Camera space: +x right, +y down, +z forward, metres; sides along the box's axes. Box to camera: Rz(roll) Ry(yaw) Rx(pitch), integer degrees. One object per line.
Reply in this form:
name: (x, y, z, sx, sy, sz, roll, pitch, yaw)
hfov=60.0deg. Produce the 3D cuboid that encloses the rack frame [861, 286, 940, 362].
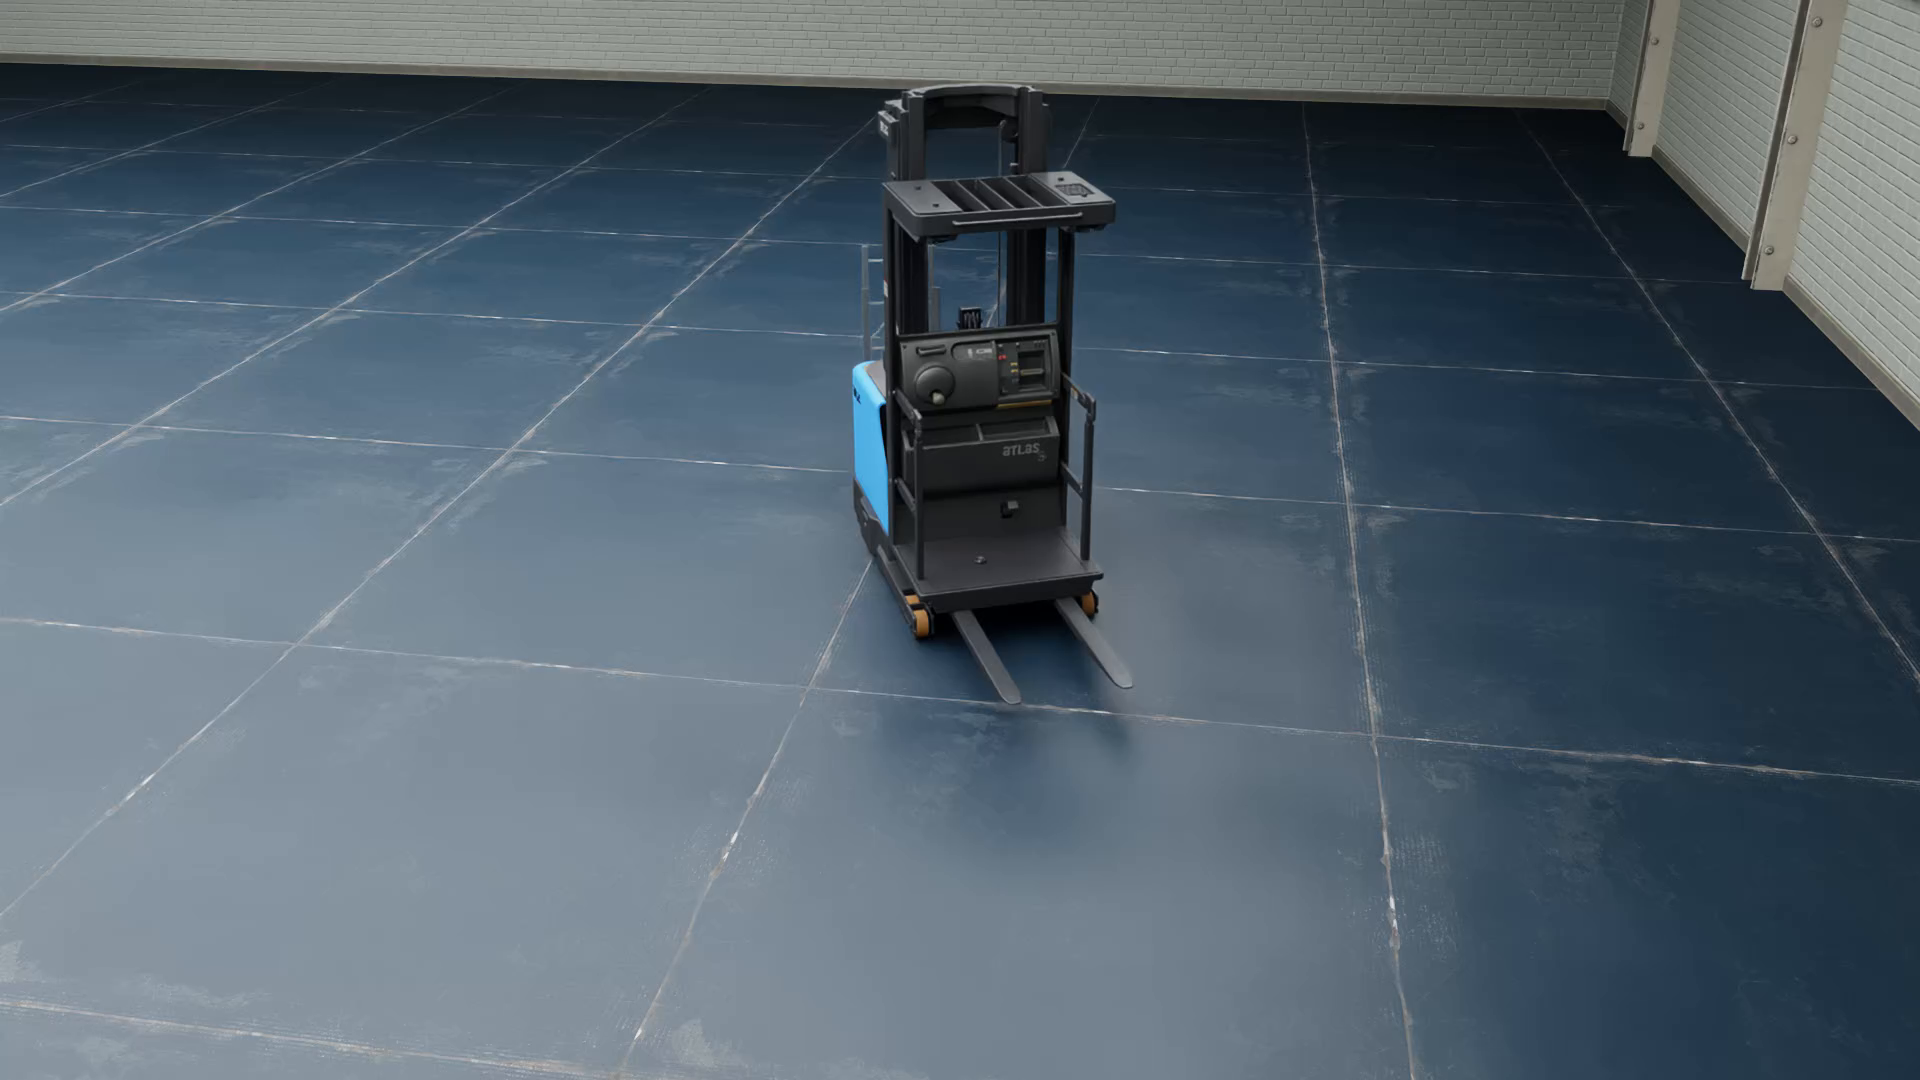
rack frame: (-0.383, -0.944, 10.997, 0.500, 1.500, 0.032, -1, 25, -3)

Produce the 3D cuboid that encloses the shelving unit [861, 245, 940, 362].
shelving unit: (-0.409, -1.155, 11.449, 0.587, 1.500, 1.083, -1, 25, -3)

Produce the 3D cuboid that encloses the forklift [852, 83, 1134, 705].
forklift: (0.177, -0.947, 9.315, 1.130, 2.935, 3.031, -7, 26, -14)

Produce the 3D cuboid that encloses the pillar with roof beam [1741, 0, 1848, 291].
pillar with roof beam: (3.490, -6.838, 14.743, 9.100, 9.000, 0.400, 4, 25, 9)

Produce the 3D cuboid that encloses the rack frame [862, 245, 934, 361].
rack frame: (-0.435, -1.374, 11.917, 0.500, 1.500, 0.032, -1, 25, -3)

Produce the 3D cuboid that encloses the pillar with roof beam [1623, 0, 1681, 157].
pillar with roof beam: (4.470, -9.347, 20.104, 9.100, 9.000, 0.400, 4, 25, 9)
